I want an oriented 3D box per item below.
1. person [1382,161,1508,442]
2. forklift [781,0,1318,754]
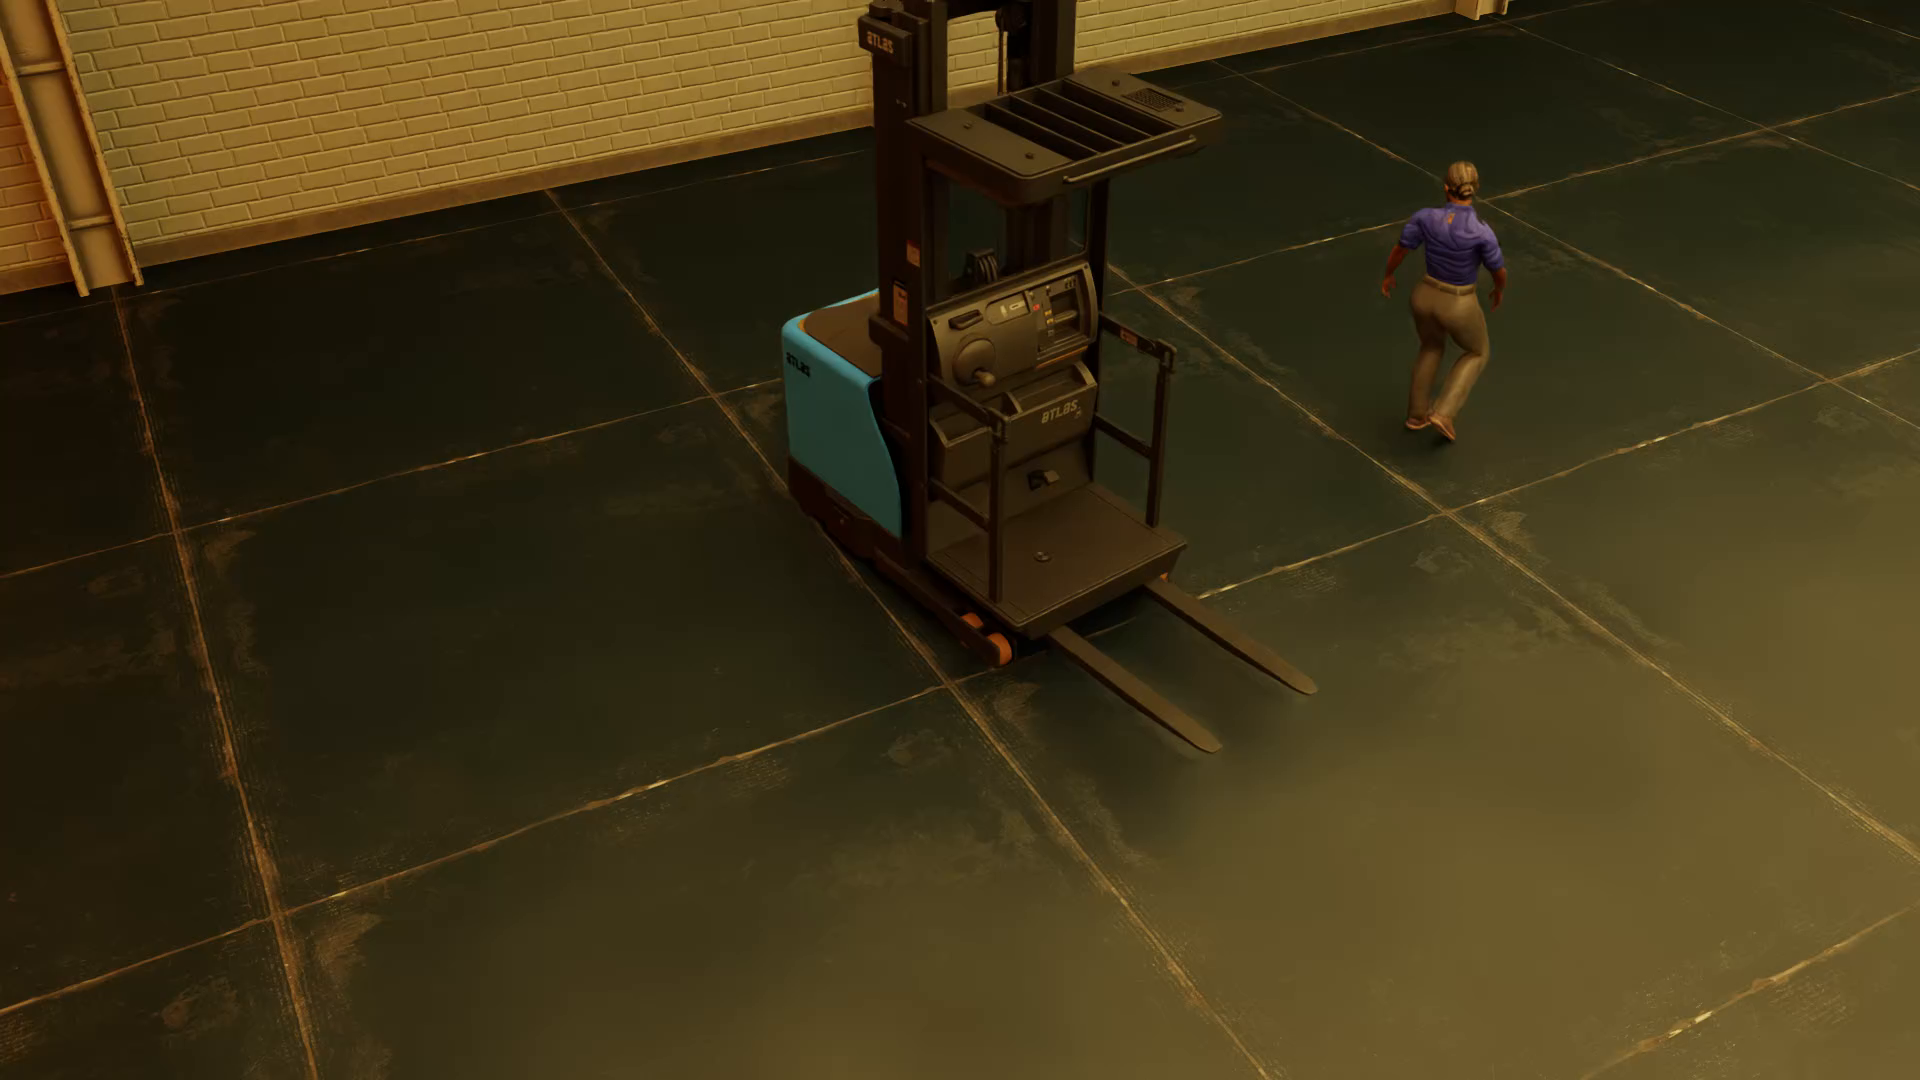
[{"bbox_3d":[2.649,-1.328,9.143,0.444,1.626,0.685,-29,45,-35],"label":"person"},{"bbox_3d":[0.387,-0.922,7.427,1.130,2.935,3.031,-24,42,-30],"label":"forklift"}]
